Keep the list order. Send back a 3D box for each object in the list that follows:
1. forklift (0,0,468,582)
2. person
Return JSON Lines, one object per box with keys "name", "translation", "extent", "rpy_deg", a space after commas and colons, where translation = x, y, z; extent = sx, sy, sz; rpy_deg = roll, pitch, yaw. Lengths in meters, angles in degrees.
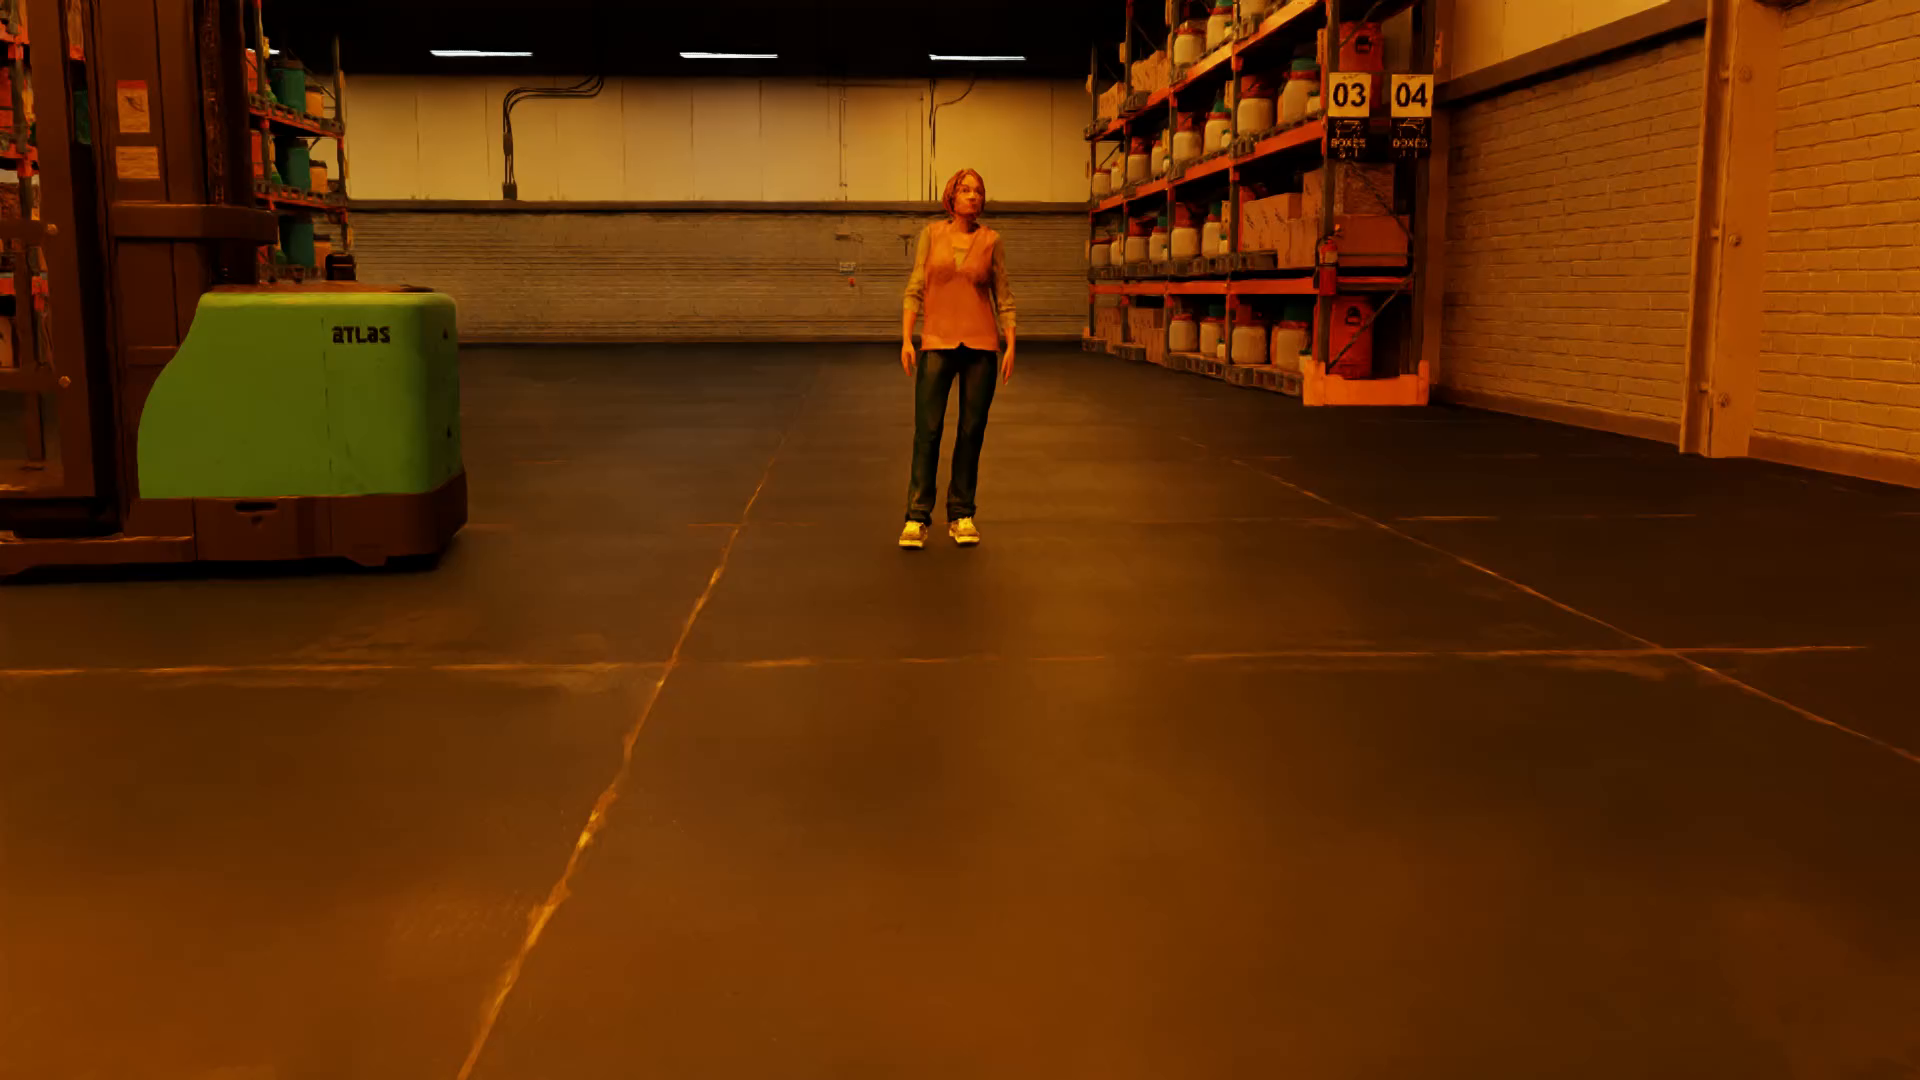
{"name": "forklift", "translation": [-3.608, -1.362, 6.506], "extent": [3.031, 2.935, 1.130], "rpy_deg": [-1, 9, -9]}
{"name": "person", "translation": [-0.009, -0.786, 7.118], "extent": [0.520, 1.597, 0.474], "rpy_deg": [-1, 8, -4]}
